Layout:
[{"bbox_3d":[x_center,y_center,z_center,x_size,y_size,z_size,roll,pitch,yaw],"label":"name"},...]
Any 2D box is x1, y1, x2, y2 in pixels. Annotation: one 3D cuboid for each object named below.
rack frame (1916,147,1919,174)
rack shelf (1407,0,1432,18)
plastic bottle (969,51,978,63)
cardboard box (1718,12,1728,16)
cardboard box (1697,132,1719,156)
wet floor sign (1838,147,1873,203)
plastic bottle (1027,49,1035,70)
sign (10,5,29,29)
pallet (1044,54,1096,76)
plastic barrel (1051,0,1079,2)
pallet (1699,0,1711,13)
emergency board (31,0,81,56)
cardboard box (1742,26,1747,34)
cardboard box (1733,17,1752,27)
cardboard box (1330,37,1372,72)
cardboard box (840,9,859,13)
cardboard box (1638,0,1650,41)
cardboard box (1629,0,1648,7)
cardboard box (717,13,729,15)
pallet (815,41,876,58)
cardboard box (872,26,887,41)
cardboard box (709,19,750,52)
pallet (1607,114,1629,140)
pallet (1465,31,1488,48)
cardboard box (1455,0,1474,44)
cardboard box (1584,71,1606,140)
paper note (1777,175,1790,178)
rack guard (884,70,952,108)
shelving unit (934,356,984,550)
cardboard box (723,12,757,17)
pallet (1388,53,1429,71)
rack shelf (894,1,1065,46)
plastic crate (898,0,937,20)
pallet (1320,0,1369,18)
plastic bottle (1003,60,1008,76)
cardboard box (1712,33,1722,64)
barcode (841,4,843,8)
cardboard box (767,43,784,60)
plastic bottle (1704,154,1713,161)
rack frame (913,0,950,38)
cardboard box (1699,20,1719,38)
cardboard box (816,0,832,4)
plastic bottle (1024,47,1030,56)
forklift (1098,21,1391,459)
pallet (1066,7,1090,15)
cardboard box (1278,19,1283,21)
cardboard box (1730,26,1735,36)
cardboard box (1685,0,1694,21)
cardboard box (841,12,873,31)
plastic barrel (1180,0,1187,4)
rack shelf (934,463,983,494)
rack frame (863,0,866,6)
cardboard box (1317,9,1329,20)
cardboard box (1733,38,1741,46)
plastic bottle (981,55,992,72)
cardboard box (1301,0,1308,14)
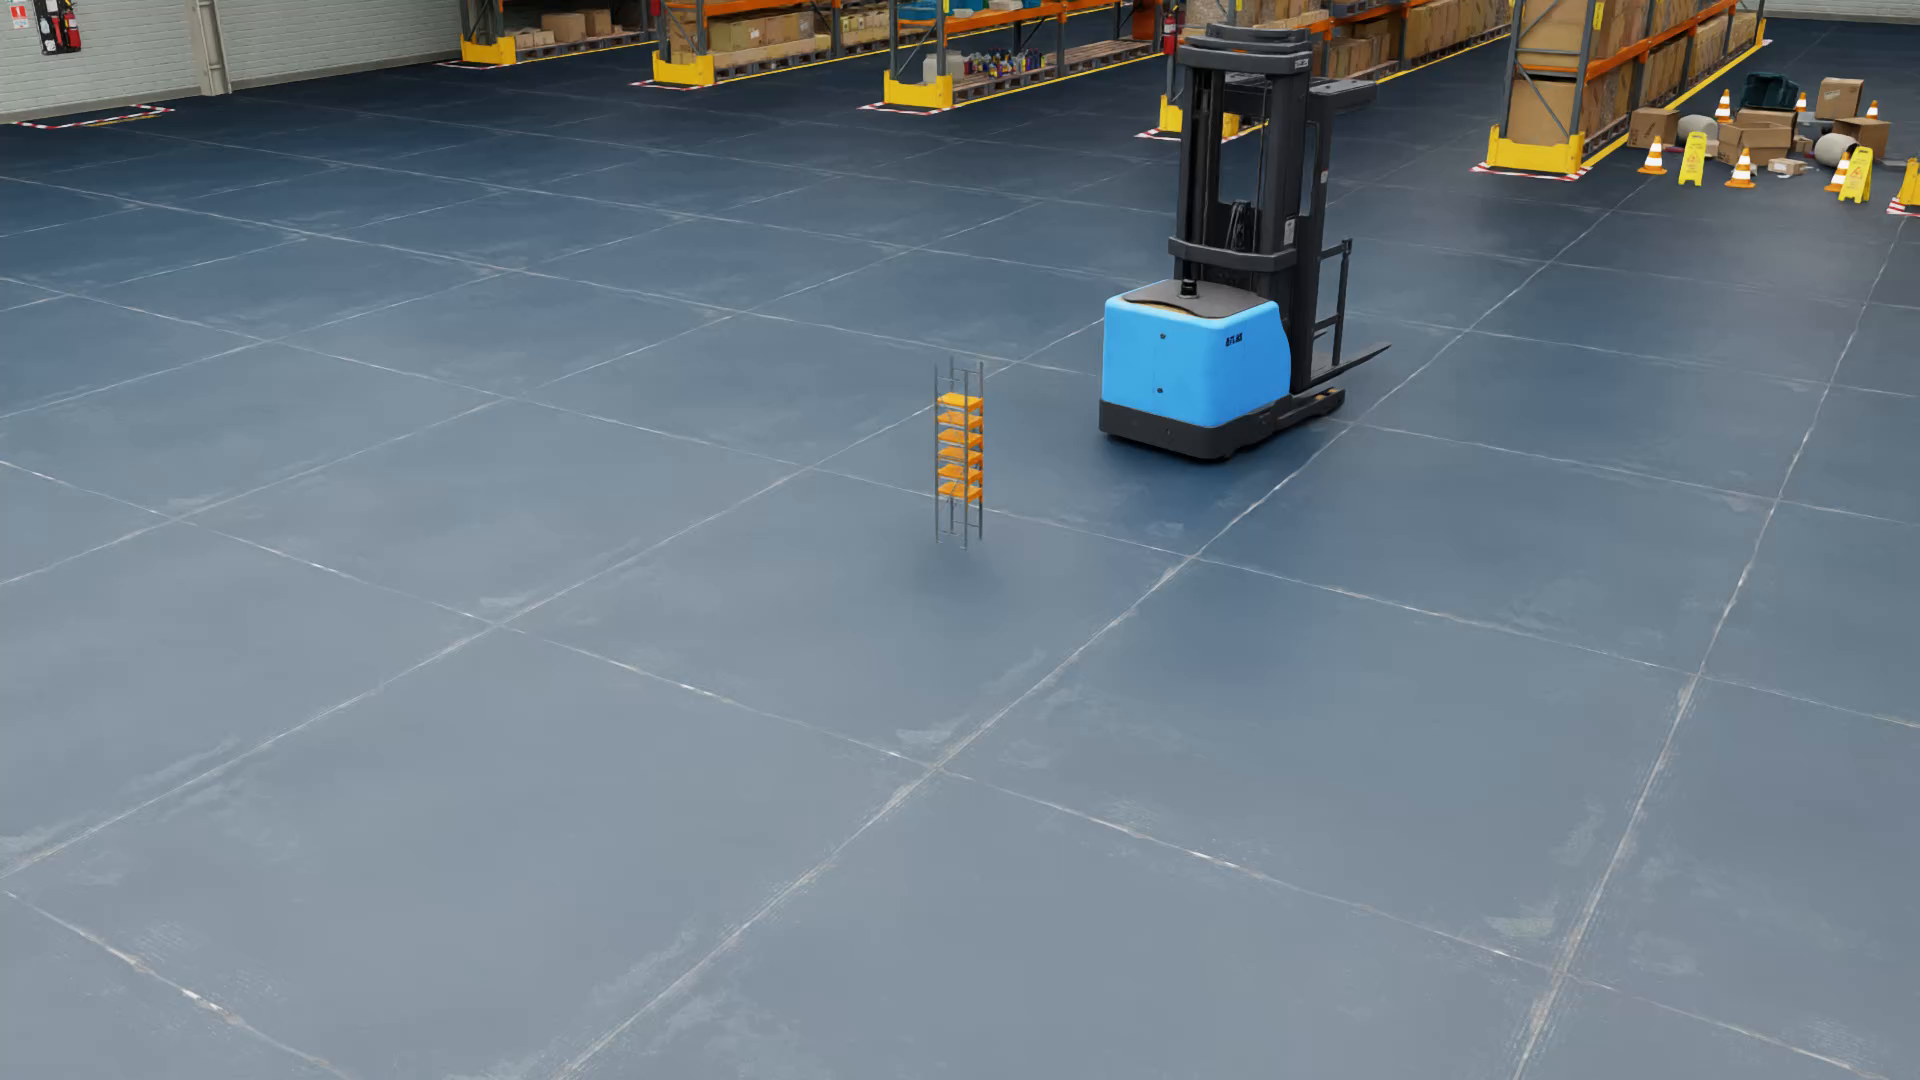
[{"bbox_3d":[11.942,-5.373,19.385,1.000,3.000,0.127,14,27,29],"label":"rack frame"},{"bbox_3d":[8.798,-10.494,32.121,1.077,0.370,4.000,14,27,29],"label":"rack shelf"},{"bbox_3d":[0.225,-8.368,29.085,0.144,0.351,0.185,15,28,31],"label":"plastic bottle"},{"bbox_3d":[15.515,-10.709,34.024,0.380,0.149,0.250,14,27,30],"label":"cardboard box"},{"bbox_3d":[10.451,-5.505,23.132,0.396,0.266,0.258,20,30,38],"label":"cardboard box"},{"bbox_3d":[10.933,-4.452,20.222,0.232,0.644,0.267,-17,29,-35],"label":"wet floor sign"},{"bbox_3d":[1.229,-8.481,29.346,0.144,0.351,0.185,12,26,26],"label":"plastic bottle"},{"bbox_3d":[-14.347,-7.981,25.366,0.001,0.329,0.234,14,27,29],"label":"sign"},{"bbox_3d":[1.806,-8.831,30.883,1.003,0.211,1.213,14,27,29],"label":"pallet"},{"bbox_3d":[1.886,-10.134,29.753,0.600,0.901,0.708,14,27,29],"label":"plastic barrel"},{"bbox_3d":[12.189,-9.251,28.585,1.213,0.211,1.003,14,27,29],"label":"pallet"},{"bbox_3d":[-13.968,-8.130,25.754,0.194,1.169,0.643,14,27,29],"label":"emergency board"},{"bbox_3d":[15.402,-10.123,33.044,0.380,0.149,0.250,15,28,32],"label":"cardboard box"},{"bbox_3d":[15.565,-10.338,33.167,0.380,0.149,0.250,15,28,31],"label":"cardboard box"},{"bbox_3d":[6.832,-8.591,29.412,0.700,0.500,0.500,16,28,33],"label":"cardboard box"},{"bbox_3d":[-2.277,-10.606,33.701,0.500,0.311,0.500,14,27,29],"label":"cardboard box"},{"bbox_3d":[9.609,-7.668,24.497,0.875,0.550,0.550,14,27,29],"label":"cardboard box"},{"bbox_3d":[9.378,-7.963,23.820,0.875,0.550,0.550,14,27,29],"label":"cardboard box"},{"bbox_3d":[-5.588,-11.915,37.090,0.700,0.500,0.500,14,27,29],"label":"cardboard box"},{"bbox_3d":[-2.426,-9.854,33.246,1.003,0.211,1.213,14,27,29],"label":"pallet"},{"bbox_3d":[-1.816,-10.239,33.559,0.500,0.250,0.500,13,27,27],"label":"cardboard box"},{"bbox_3d":[-4.157,-9.105,29.995,0.500,0.500,0.500,14,27,29],"label":"cardboard box"},{"bbox_3d":[9.326,-6.206,24.820,1.003,0.211,1.213,14,27,29],"label":"pallet"},{"bbox_3d":[10.320,-10.460,34.647,1.003,0.211,1.213,14,27,29],"label":"pallet"},{"bbox_3d":[9.532,-10.497,33.368,1.225,0.875,0.875,14,27,29],"label":"cardboard box"},{"bbox_3d":[8.447,-6.134,23.288,0.875,0.875,0.875,13,27,28],"label":"cardboard box"},{"bbox_3d":[10.750,-4.746,21.675,0.148,0.019,0.142,5,24,11],"label":"paper note"},{"bbox_3d":[-0.685,-7.376,27.158,1.175,0.500,0.348,14,27,29],"label":"rack guard"},{"bbox_3d":[-0.008,-0.546,10.500,0.258,1.200,0.189,14,27,29],"label":"shelving unit"},{"bbox_3d":[-4.081,-9.554,31.032,0.500,0.500,0.500,14,27,29],"label":"cardboard box"},{"bbox_3d":[8.223,-9.120,31.551,1.003,0.211,1.213,14,27,29],"label":"pallet"},{"bbox_3d":[0.370,-8.832,28.282,1.077,0.370,4.000,14,27,29],"label":"rack shelf"},{"bbox_3d":[-0.675,-8.651,27.144,0.499,0.251,0.616,14,27,29],"label":"plastic crate"},{"bbox_3d":[6.160,-8.939,27.864,1.003,0.211,1.213,14,27,29],"label":"pallet"},{"bbox_3d":[0.770,-8.133,28.642,0.097,0.271,0.097,0,23,0],"label":"plastic bottle"},{"bbox_3d":[13.566,-8.996,30.372,0.500,0.500,0.500,13,27,28],"label":"cardboard box"},{"bbox_3d":[-2.293,-10.371,32.315,0.001,0.075,0.075,14,27,29],"label":"barcode"},{"bbox_3d":[-3.627,-9.098,30.922,0.500,0.250,0.500,14,27,29],"label":"cardboard box"},{"bbox_3d":[10.232,-5.256,22.815,0.133,0.061,0.283,5,24,11],"label":"plastic bottle"},{"bbox_3d":[-0.671,-12.227,35.217,1.000,3.000,0.127,14,27,29],"label":"rack frame"},{"bbox_3d":[13.286,-9.159,29.806,0.500,0.250,0.500,13,26,27],"label":"cardboard box"},{"bbox_3d":[-3.470,-13.272,39.811,0.750,0.750,0.750,15,27,31],"label":"cardboard box"},{"bbox_3d":[1.208,-8.576,29.565,0.144,0.351,0.185,14,27,29],"label":"plastic bottle"},{"bbox_3d":[2.390,-2.431,12.676,1.130,2.935,3.031,19,30,37],"label":"forklift"},{"bbox_3d":[2.445,-12.942,40.380,1.003,0.211,1.213,14,27,29],"label":"pallet"},{"bbox_3d":[4.769,-7.978,25.720,0.380,0.149,0.250,14,27,29],"label":"cardboard box"},{"bbox_3d":[14.567,-9.737,31.777,0.380,0.149,0.250,15,28,31],"label":"cardboard box"},{"bbox_3d":[11.630,-8.745,27.050,0.500,0.500,0.500,14,27,29],"label":"cardboard box"},{"bbox_3d":[-2.083,-10.320,33.040,0.500,0.311,0.500,14,27,28],"label":"cardboard box"},{"bbox_3d":[4.970,-11.348,35.301,0.600,0.901,0.708,14,27,29],"label":"plastic barrel"},{"bbox_3d":[-0.008,-0.395,10.566,0.258,0.103,0.180,14,27,29],"label":"rack shelf"},{"bbox_3d":[-2.772,-14.614,40.731,1.000,3.000,0.127,14,27,29],"label":"rack frame"},{"bbox_3d":[5.769,-8.550,27.040,0.380,0.149,0.250,14,27,29],"label":"cardboard box"},{"bbox_3d":[15.128,-9.812,32.700,0.380,0.149,0.250,13,27,28],"label":"cardboard box"},{"bbox_3d":[0.462,-8.374,29.193,0.152,0.276,0.135,14,27,29],"label":"plastic bottle"},{"bbox_3d":[5.049,-8.681,26.528,0.875,0.500,0.500,14,27,29],"label":"cardboard box"}]
